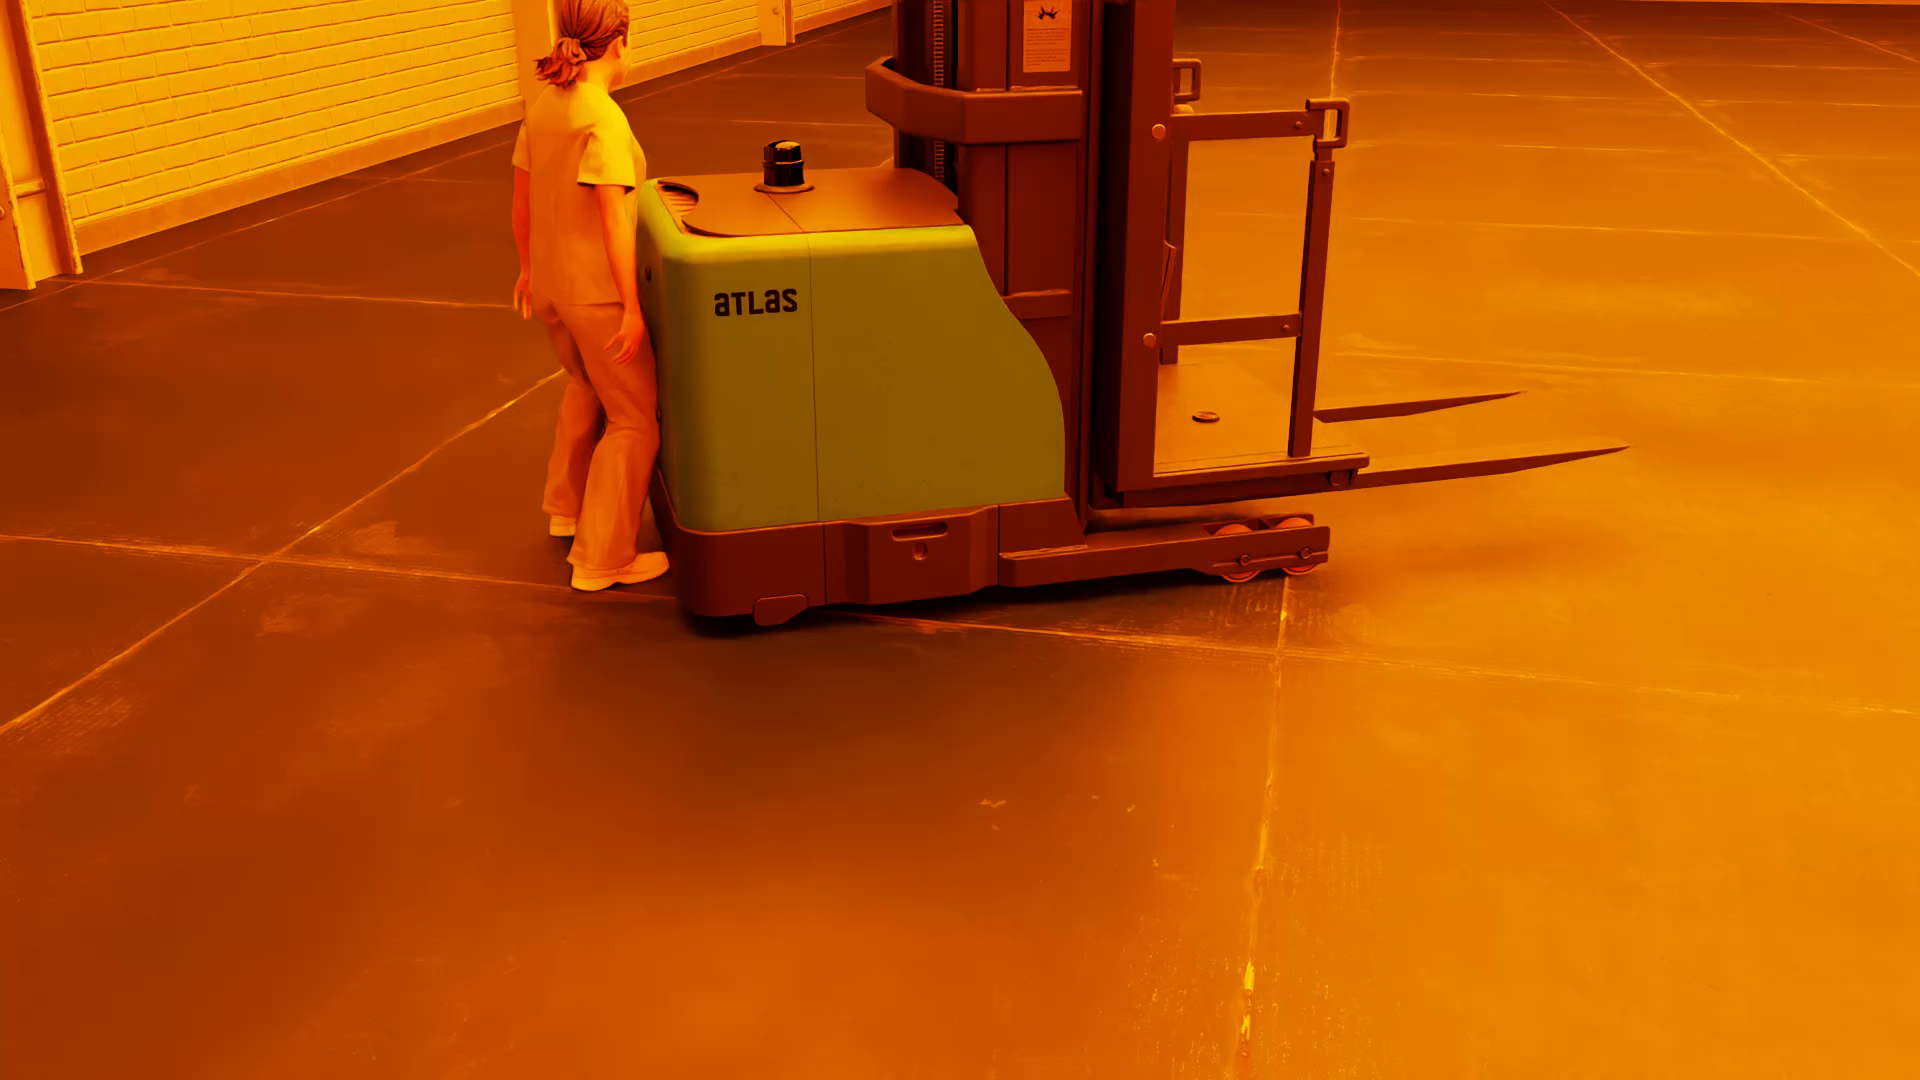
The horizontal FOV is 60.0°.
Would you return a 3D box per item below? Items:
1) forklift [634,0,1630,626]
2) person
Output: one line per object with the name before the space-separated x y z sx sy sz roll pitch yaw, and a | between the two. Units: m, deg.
forklift | 0.588 -1.419 4.747 3.031 2.935 1.130 -6 23 -14
person | -1.050 -0.690 4.675 0.386 1.644 0.771 -19 29 -39
